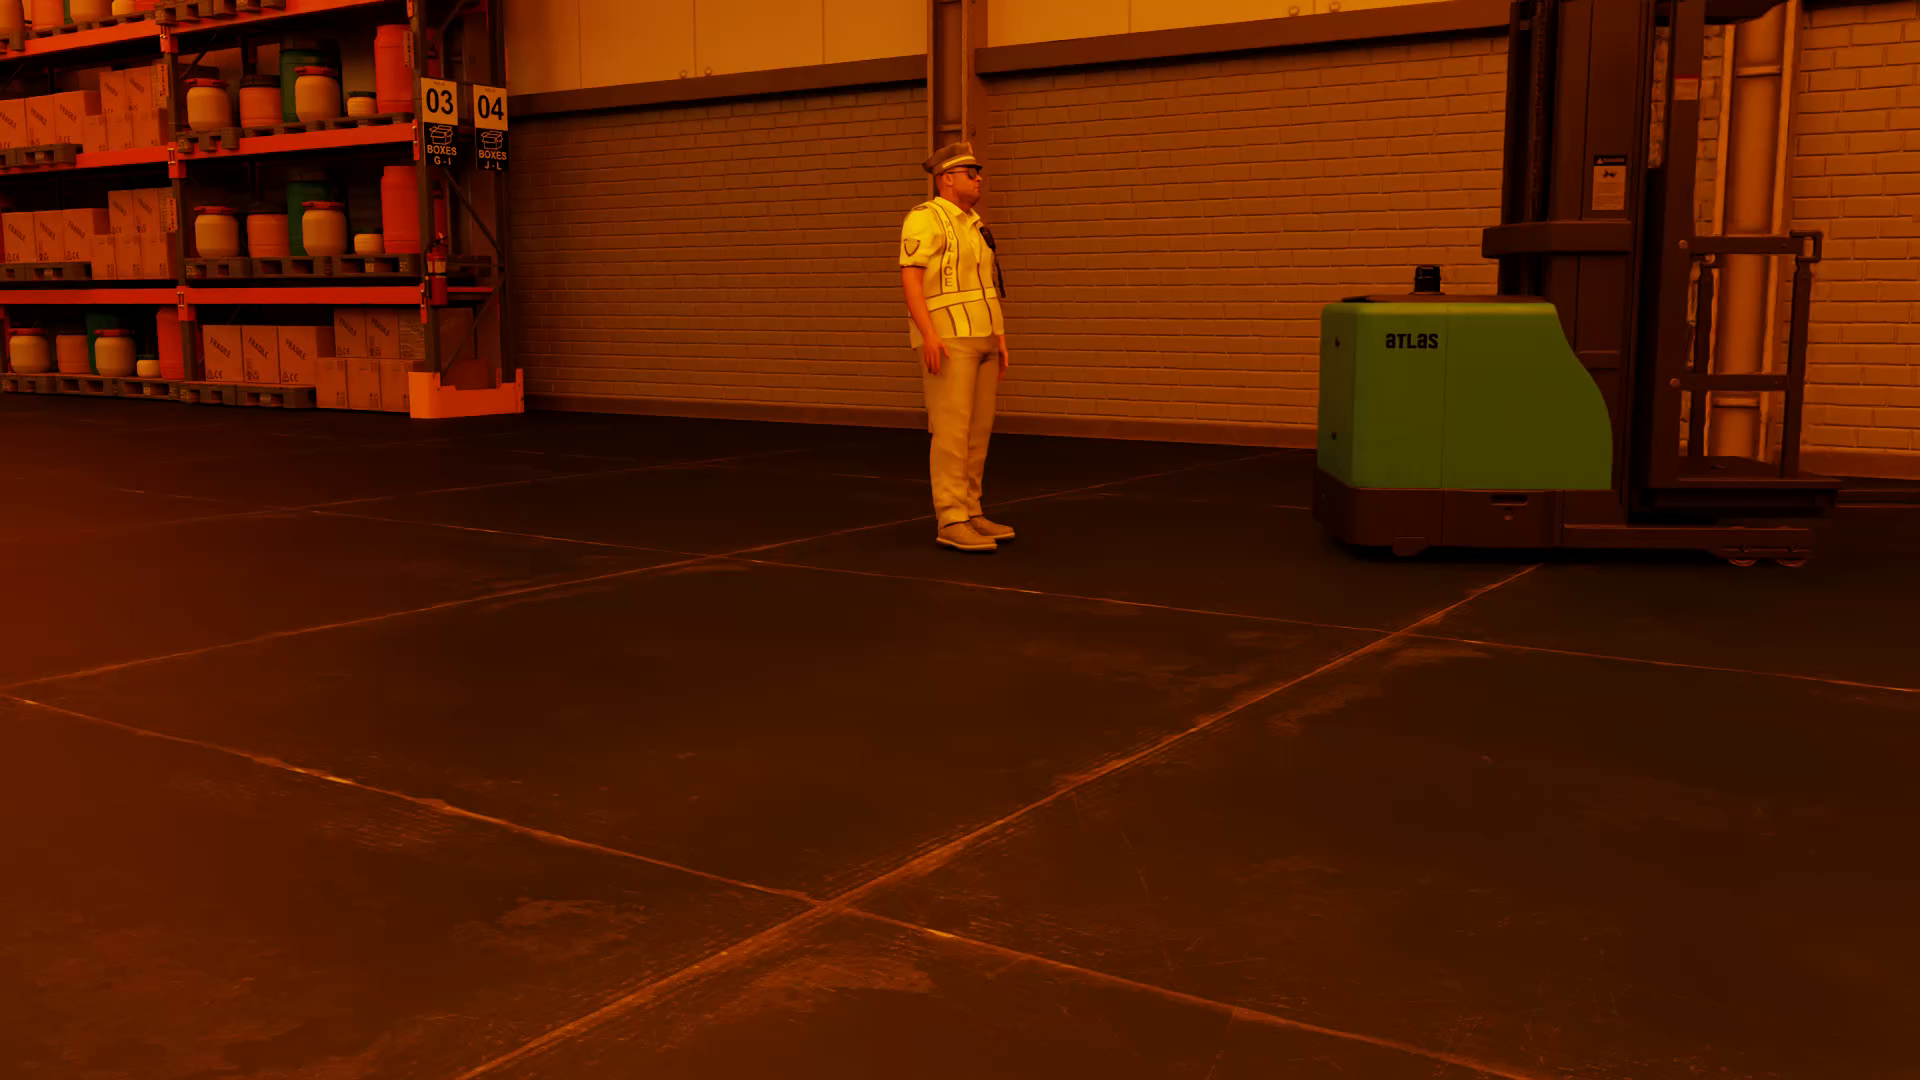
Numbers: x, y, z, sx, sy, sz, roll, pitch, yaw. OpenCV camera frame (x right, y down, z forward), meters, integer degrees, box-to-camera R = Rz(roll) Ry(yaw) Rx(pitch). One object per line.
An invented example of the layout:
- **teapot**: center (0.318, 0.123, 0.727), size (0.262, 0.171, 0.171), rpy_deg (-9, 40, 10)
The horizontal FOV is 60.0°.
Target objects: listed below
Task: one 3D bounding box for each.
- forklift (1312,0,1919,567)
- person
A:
- **forklift**: center (3.156, -1.418, 7.162), size (3.031, 2.935, 1.130), rpy_deg (0, 8, 3)
- **person**: center (0.057, -0.882, 7.424), size (0.575, 1.781, 0.640), rpy_deg (5, 10, 34)
